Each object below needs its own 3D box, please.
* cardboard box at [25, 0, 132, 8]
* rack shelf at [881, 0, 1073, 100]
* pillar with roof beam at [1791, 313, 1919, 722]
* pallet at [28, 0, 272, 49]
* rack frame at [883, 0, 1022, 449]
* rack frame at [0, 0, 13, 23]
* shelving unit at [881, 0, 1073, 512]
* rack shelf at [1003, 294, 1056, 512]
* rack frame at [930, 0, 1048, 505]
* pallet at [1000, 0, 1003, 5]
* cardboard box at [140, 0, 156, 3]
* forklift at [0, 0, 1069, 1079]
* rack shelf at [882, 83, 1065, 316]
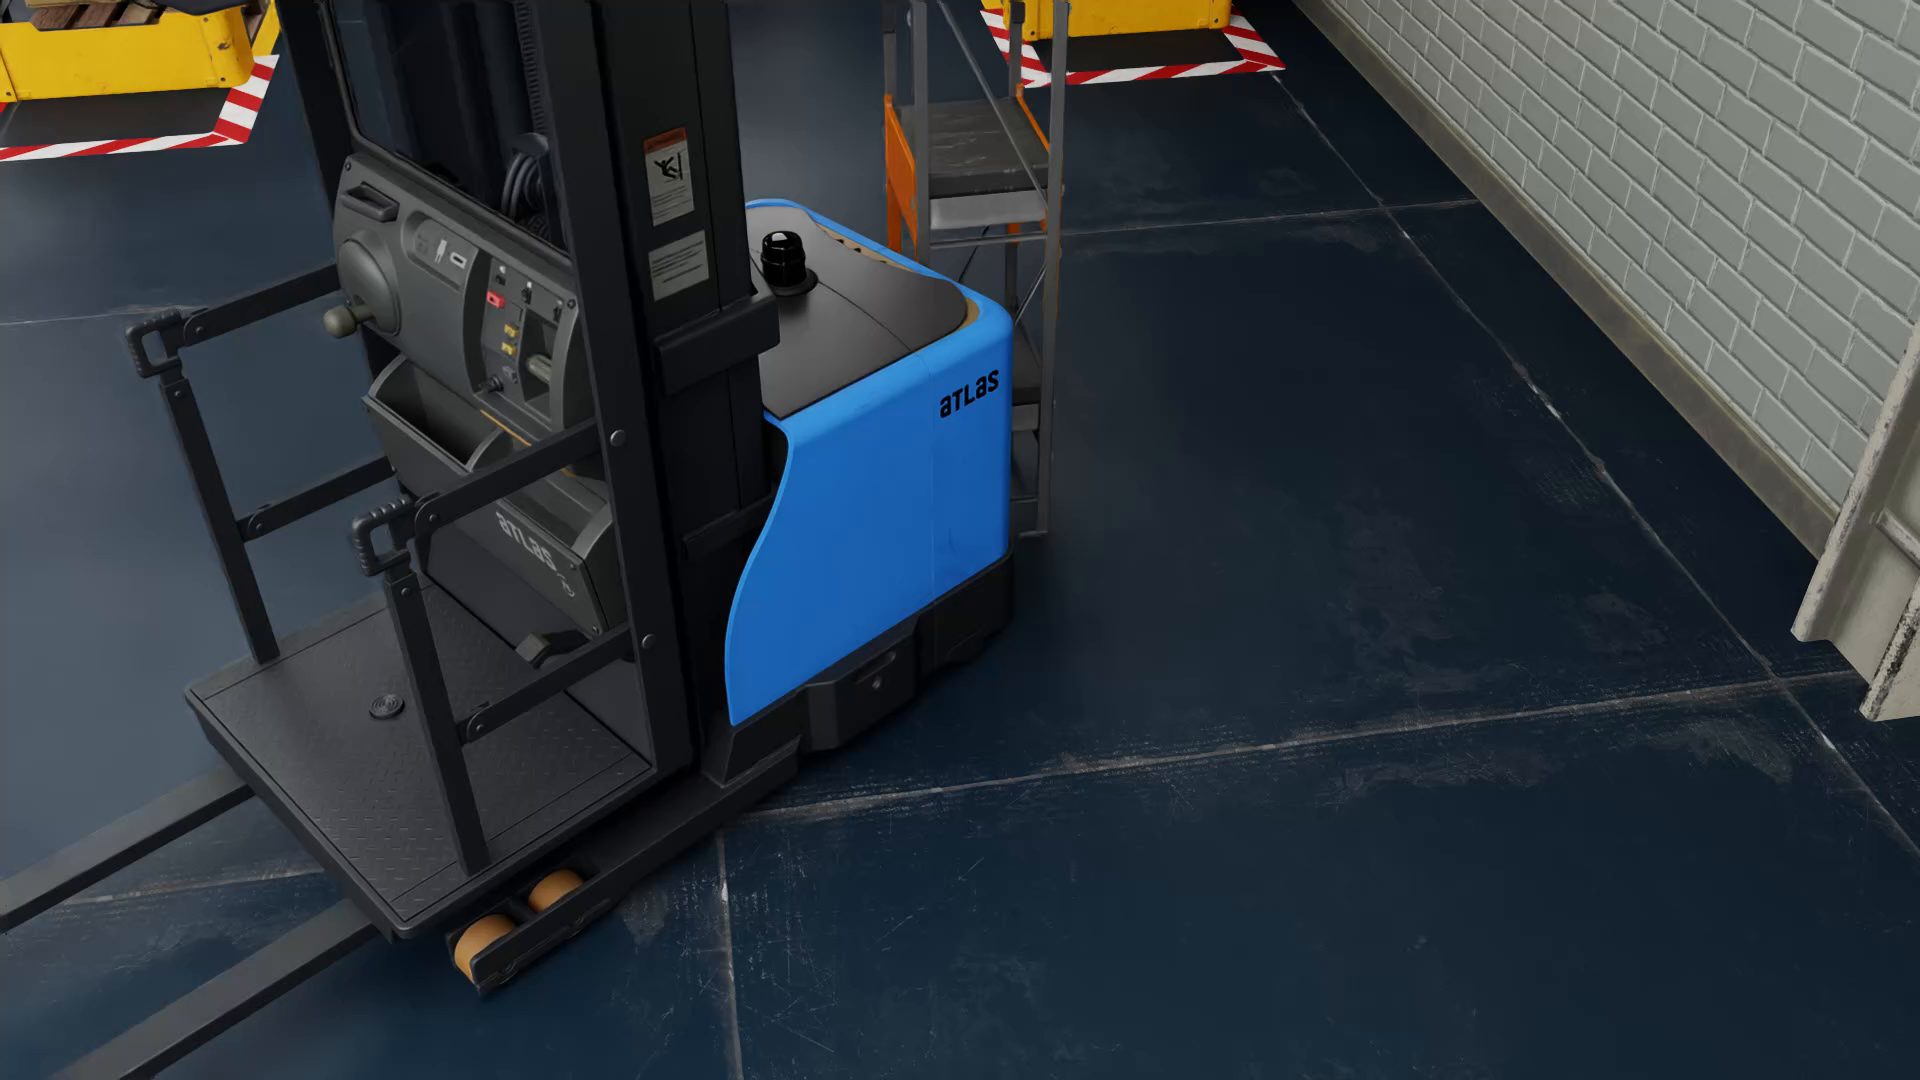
[{"bbox_3d":[-4.479,-2.942,8.491,0.500,0.250,0.500,-6,38,-8],"label":"cardboard box"},{"bbox_3d":[0.030,-1.514,4.368,0.431,0.518,0.480,-7,38,-9],"label":"rack shelf"},{"bbox_3d":[-1.603,-2.724,1.421,9.100,9.000,0.400,-6,38,-8],"label":"pillar with roof beam"},{"bbox_3d":[-4.189,-2.828,8.718,1.003,0.211,1.213,-6,38,-8],"label":"pallet"},{"bbox_3d":[-0.019,-1.119,4.978,0.400,2.100,0.015,-7,38,-9],"label":"rack frame"},{"bbox_3d":[-4.068,-3.388,7.166,1.000,3.000,0.127,-6,38,-8],"label":"rack frame"},{"bbox_3d":[0.029,-0.973,4.791,0.431,2.100,0.499,-7,38,-9],"label":"shelving unit"},{"bbox_3d":[0.030,-0.408,5.227,0.431,0.518,0.480,-7,38,-9],"label":"rack shelf"},{"bbox_3d":[0.080,-0.825,4.601,0.380,1.831,0.006,-7,38,-9],"label":"rack frame"},{"bbox_3d":[0.643,-3.281,9.301,1.003,0.211,1.213,-6,38,-8],"label":"pallet"},{"bbox_3d":[-3.937,-2.985,8.547,0.500,0.250,0.500,-7,38,-8],"label":"cardboard box"},{"bbox_3d":[-1.111,-0.553,3.573,3.409,2.935,1.130,-31,48,-34],"label":"forklift"},{"bbox_3d":[0.030,-0.961,4.798,0.431,0.518,0.480,-7,38,-9],"label":"rack shelf"}]
